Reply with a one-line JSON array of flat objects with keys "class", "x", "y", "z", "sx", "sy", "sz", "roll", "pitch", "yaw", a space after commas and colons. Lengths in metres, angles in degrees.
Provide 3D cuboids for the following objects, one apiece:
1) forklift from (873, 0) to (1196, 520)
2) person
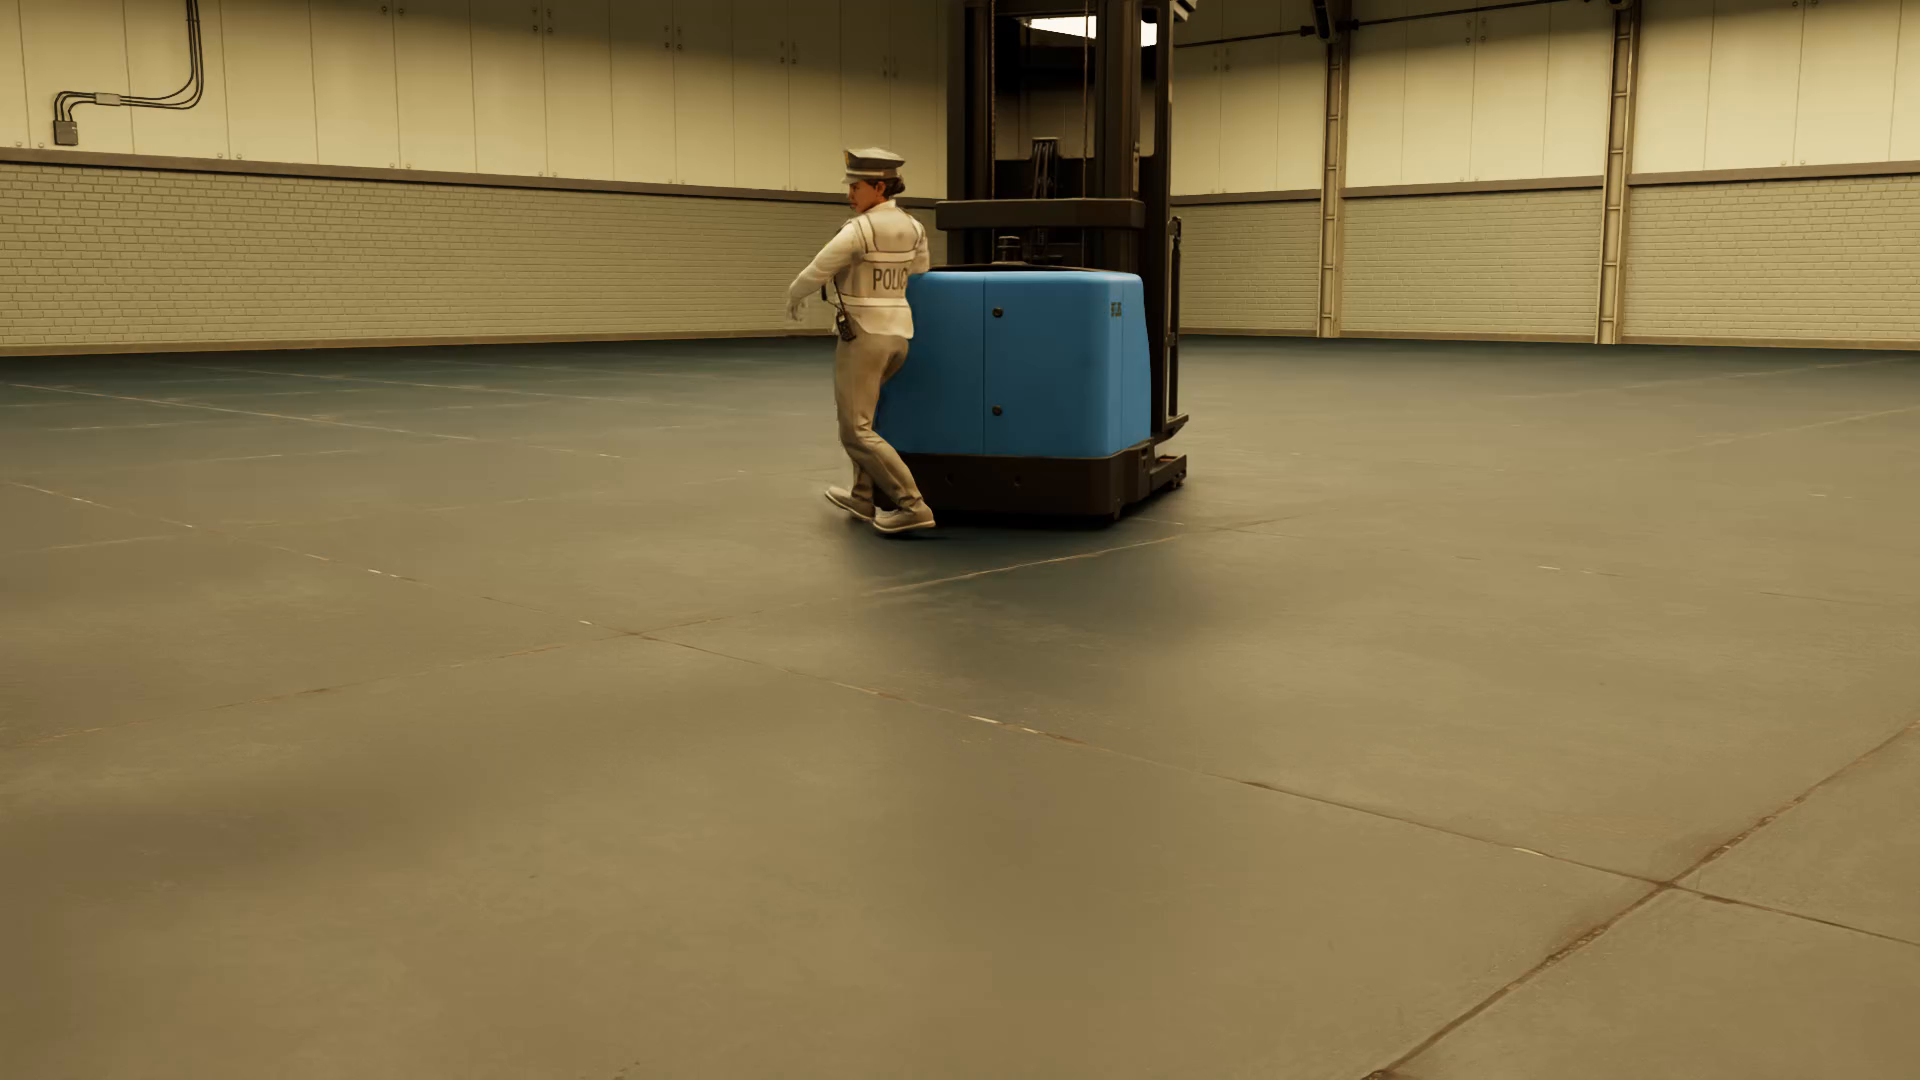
[{"class": "forklift", "x": 0.542, "y": -1.712, "z": 8.246, "sx": 1.130, "sy": 2.935, "sz": 3.031, "roll": 3, "pitch": 9, "yaw": 17}, {"class": "person", "x": -0.360, "y": -0.833, "z": 7.010, "sx": 0.808, "sy": 1.578, "sz": 0.644, "roll": 5, "pitch": 10, "yaw": 28}]
